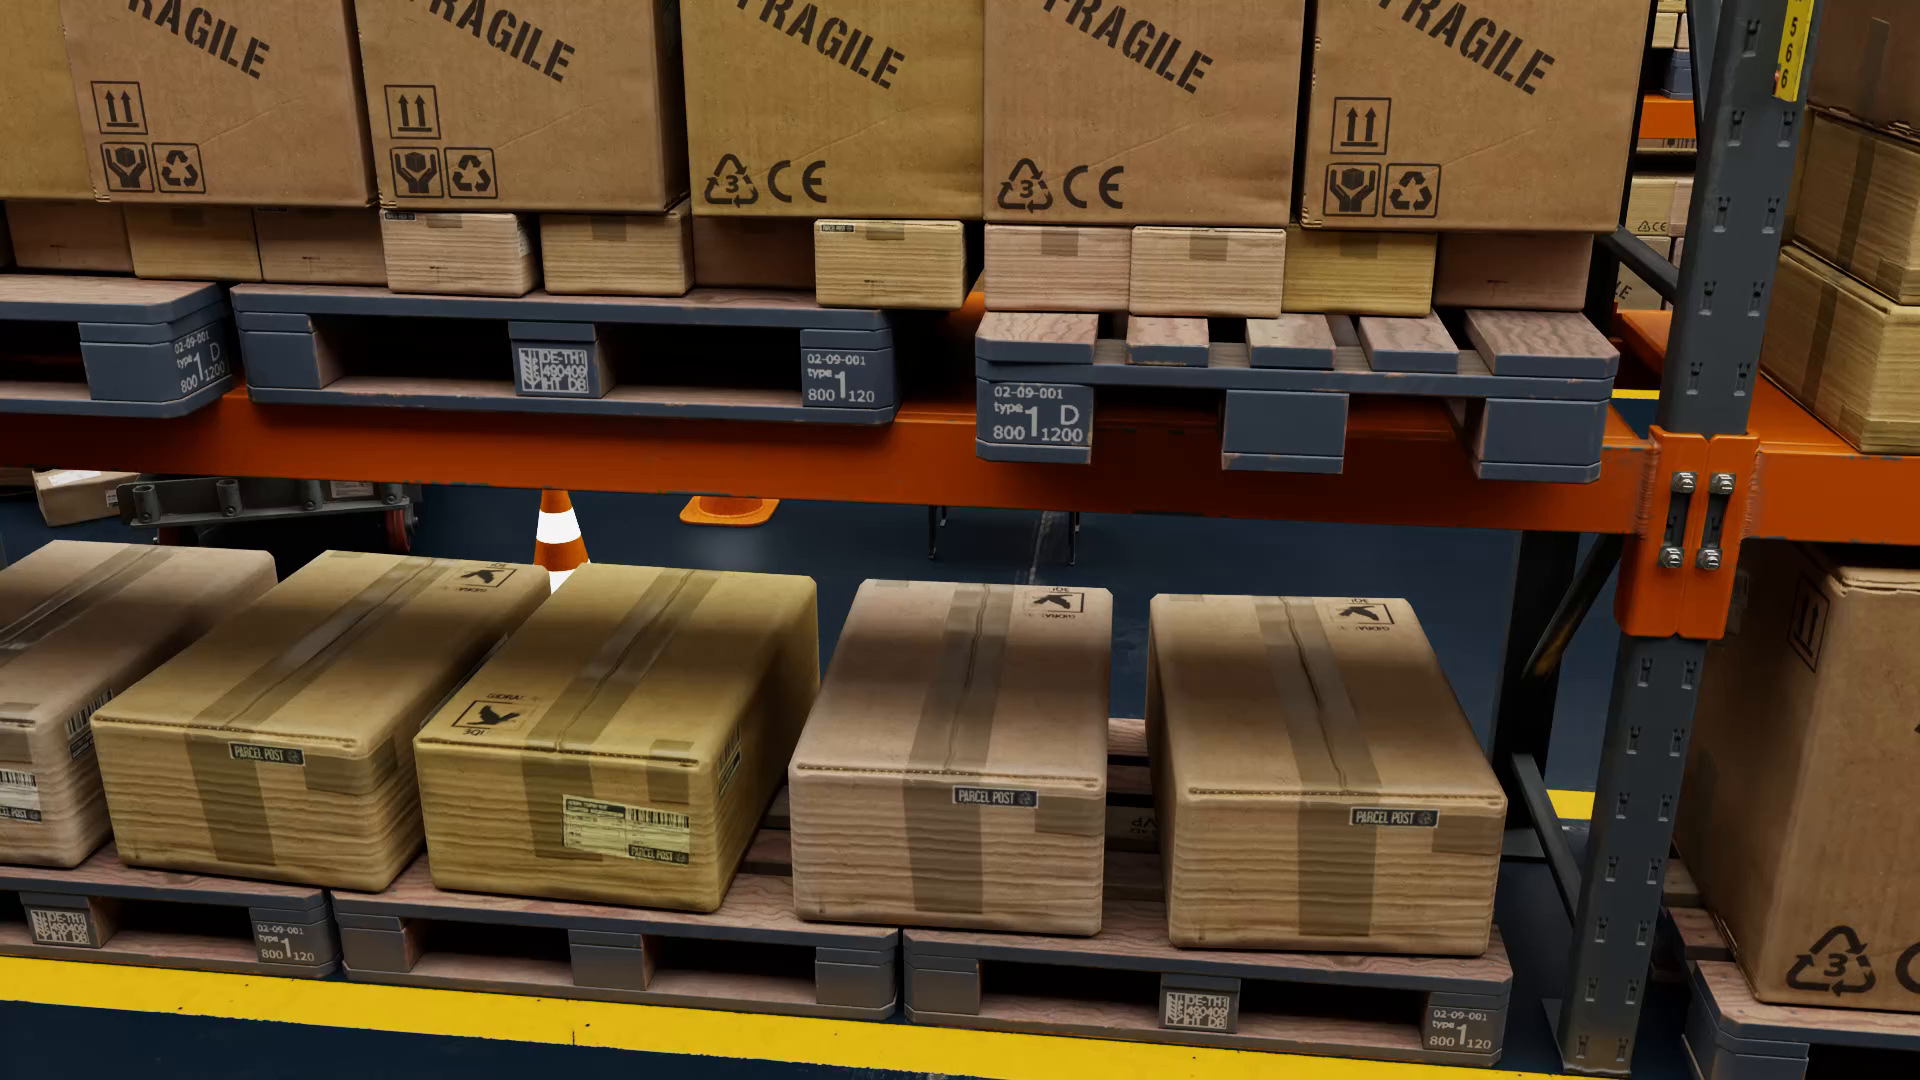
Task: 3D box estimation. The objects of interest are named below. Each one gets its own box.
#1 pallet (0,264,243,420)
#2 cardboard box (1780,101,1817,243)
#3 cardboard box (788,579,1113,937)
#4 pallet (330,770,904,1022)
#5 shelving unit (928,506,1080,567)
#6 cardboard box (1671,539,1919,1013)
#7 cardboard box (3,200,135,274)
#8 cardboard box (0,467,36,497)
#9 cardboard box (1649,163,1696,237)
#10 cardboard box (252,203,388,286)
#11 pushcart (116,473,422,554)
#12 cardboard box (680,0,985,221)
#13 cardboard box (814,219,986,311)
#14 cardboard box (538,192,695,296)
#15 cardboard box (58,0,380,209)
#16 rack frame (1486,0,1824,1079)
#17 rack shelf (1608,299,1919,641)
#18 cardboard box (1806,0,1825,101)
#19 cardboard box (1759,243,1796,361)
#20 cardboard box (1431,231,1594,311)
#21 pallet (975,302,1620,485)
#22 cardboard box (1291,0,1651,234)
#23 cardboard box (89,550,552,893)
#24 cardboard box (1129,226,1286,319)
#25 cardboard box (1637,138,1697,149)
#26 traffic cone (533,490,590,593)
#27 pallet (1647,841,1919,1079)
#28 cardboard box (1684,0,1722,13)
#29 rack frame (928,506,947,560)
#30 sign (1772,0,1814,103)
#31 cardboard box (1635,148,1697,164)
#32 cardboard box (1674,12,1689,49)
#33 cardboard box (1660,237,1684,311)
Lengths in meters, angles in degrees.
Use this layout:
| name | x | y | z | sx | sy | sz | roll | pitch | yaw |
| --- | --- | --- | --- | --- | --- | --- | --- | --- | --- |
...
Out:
| name | x | y | z | sx | sy | sz | roll | pitch | yaw |
| --- | --- | --- | --- | --- | --- | --- | --- | --- | --- |
| pallet | -1.919 | -0.520 | 3.435 | 1.213 | 0.211 | 1.003 | 2 | 22 | 6 |
| cardboard box | 1.822 | -0.756 | 3.297 | 0.500 | 0.250 | 0.500 | 2 | 22 | 6 |
| cardboard box | 0.017 | 0.448 | 3.730 | 0.625 | 0.372 | 0.950 | 2 | 22 | 5 |
| pallet | -0.673 | 0.687 | 3.916 | 1.213 | 0.211 | 1.003 | 2 | 22 | 6 |
| shelving unit | 0.164 | -0.969 | 5.536 | 0.503 | 2.100 | 0.431 | 2 | 22 | 6 |
| cardboard box | 1.987 | 0.331 | 3.341 | 0.875 | 0.875 | 0.875 | 2 | 22 | 6 |
| cardboard box | -1.612 | -0.636 | 3.239 | 0.250 | 0.149 | 0.380 | 4 | 22 | 10 |
| cardboard box | -3.661 | -0.581 | 6.541 | 0.503 | 0.637 | 0.797 | 2 | 22 | 6 |
| cardboard box | 3.443 | -1.549 | 7.587 | 0.500 | 0.250 | 0.500 | 3 | 22 | 7 |
| cardboard box | -1.116 | -0.598 | 3.143 | 0.250 | 0.149 | 0.380 | 3 | 22 | 7 |
| pushcart | -2.442 | -0.310 | 6.211 | 0.936 | 0.377 | 1.648 | -5 | 22 | -12 |
| cardboard box | -0.189 | -0.860 | 2.923 | 0.500 | 0.500 | 0.500 | 1 | 22 | 3 |
| cardboard box | -0.096 | -0.529 | 2.969 | 0.250 | 0.149 | 0.380 | 3 | 22 | 7 |
| cardboard box | -0.590 | -0.567 | 3.064 | 0.250 | 0.149 | 0.380 | 2 | 22 | 5 |
| cardboard box | -1.242 | -0.902 | 3.030 | 0.500 | 0.500 | 0.500 | 2 | 22 | 6 |
| rack frame | 1.311 | -0.522 | 3.180 | 0.127 | 3.000 | 1.000 | 2 | 22 | 6 |
| rack shelf | 3.297 | -0.101 | 3.094 | 4.000 | 0.370 | 1.077 | 2 | 22 | 6 |
| cardboard box | 1.855 | -1.107 | 3.163 | 0.500 | 0.500 | 0.500 | 2 | 22 | 5 |
| cardboard box | 1.844 | -0.525 | 3.392 | 0.500 | 0.250 | 0.500 | 2 | 22 | 4 |
| cardboard box | 0.958 | -0.529 | 2.968 | 0.250 | 0.149 | 0.380 | 3 | 22 | 8 |
| pallet | 0.591 | -0.425 | 3.195 | 1.003 | 0.211 | 1.213 | 2 | 22 | 6 |
| cardboard box | 0.827 | -0.820 | 2.823 | 0.500 | 0.500 | 0.500 | 2 | 22 | 5 |
| cardboard box | -1.426 | 0.383 | 3.893 | 0.625 | 0.372 | 0.950 | 4 | 22 | 10 |
| cardboard box | 0.428 | -0.508 | 2.916 | 0.250 | 0.149 | 0.380 | 2 | 22 | 6 |
| cardboard box | 4.924 | -3.233 | 12.356 | 0.875 | 0.875 | 1.225 | 2 | 22 | 4 |
| traffic cone | -1.265 | 0.027 | 5.241 | 0.334 | 0.463 | 0.336 | 2 | 22 | 6 |
| pallet | 2.085 | 0.836 | 3.537 | 1.213 | 0.211 | 1.003 | 2 | 22 | 6 |
| cardboard box | 3.282 | -2.413 | 7.329 | 0.250 | 0.149 | 0.380 | 3 | 22 | 6 |
| rack frame | -0.078 | -0.980 | 5.562 | 0.015 | 2.100 | 0.400 | 2 | 22 | 6 |
| sign | 1.257 | -0.825 | 2.480 | 0.005 | 0.325 | 0.100 | 2 | 22 | 6 |
| cardboard box | 3.509 | -1.736 | 8.059 | 0.500 | 0.250 | 0.500 | 3 | 22 | 8 |
| cardboard box | 3.281 | -2.274 | 7.383 | 0.250 | 0.149 | 0.380 | 3 | 22 | 8 |
| cardboard box | 3.476 | -1.202 | 7.728 | 0.500 | 0.500 | 0.500 | 2 | 22 | 5 |
